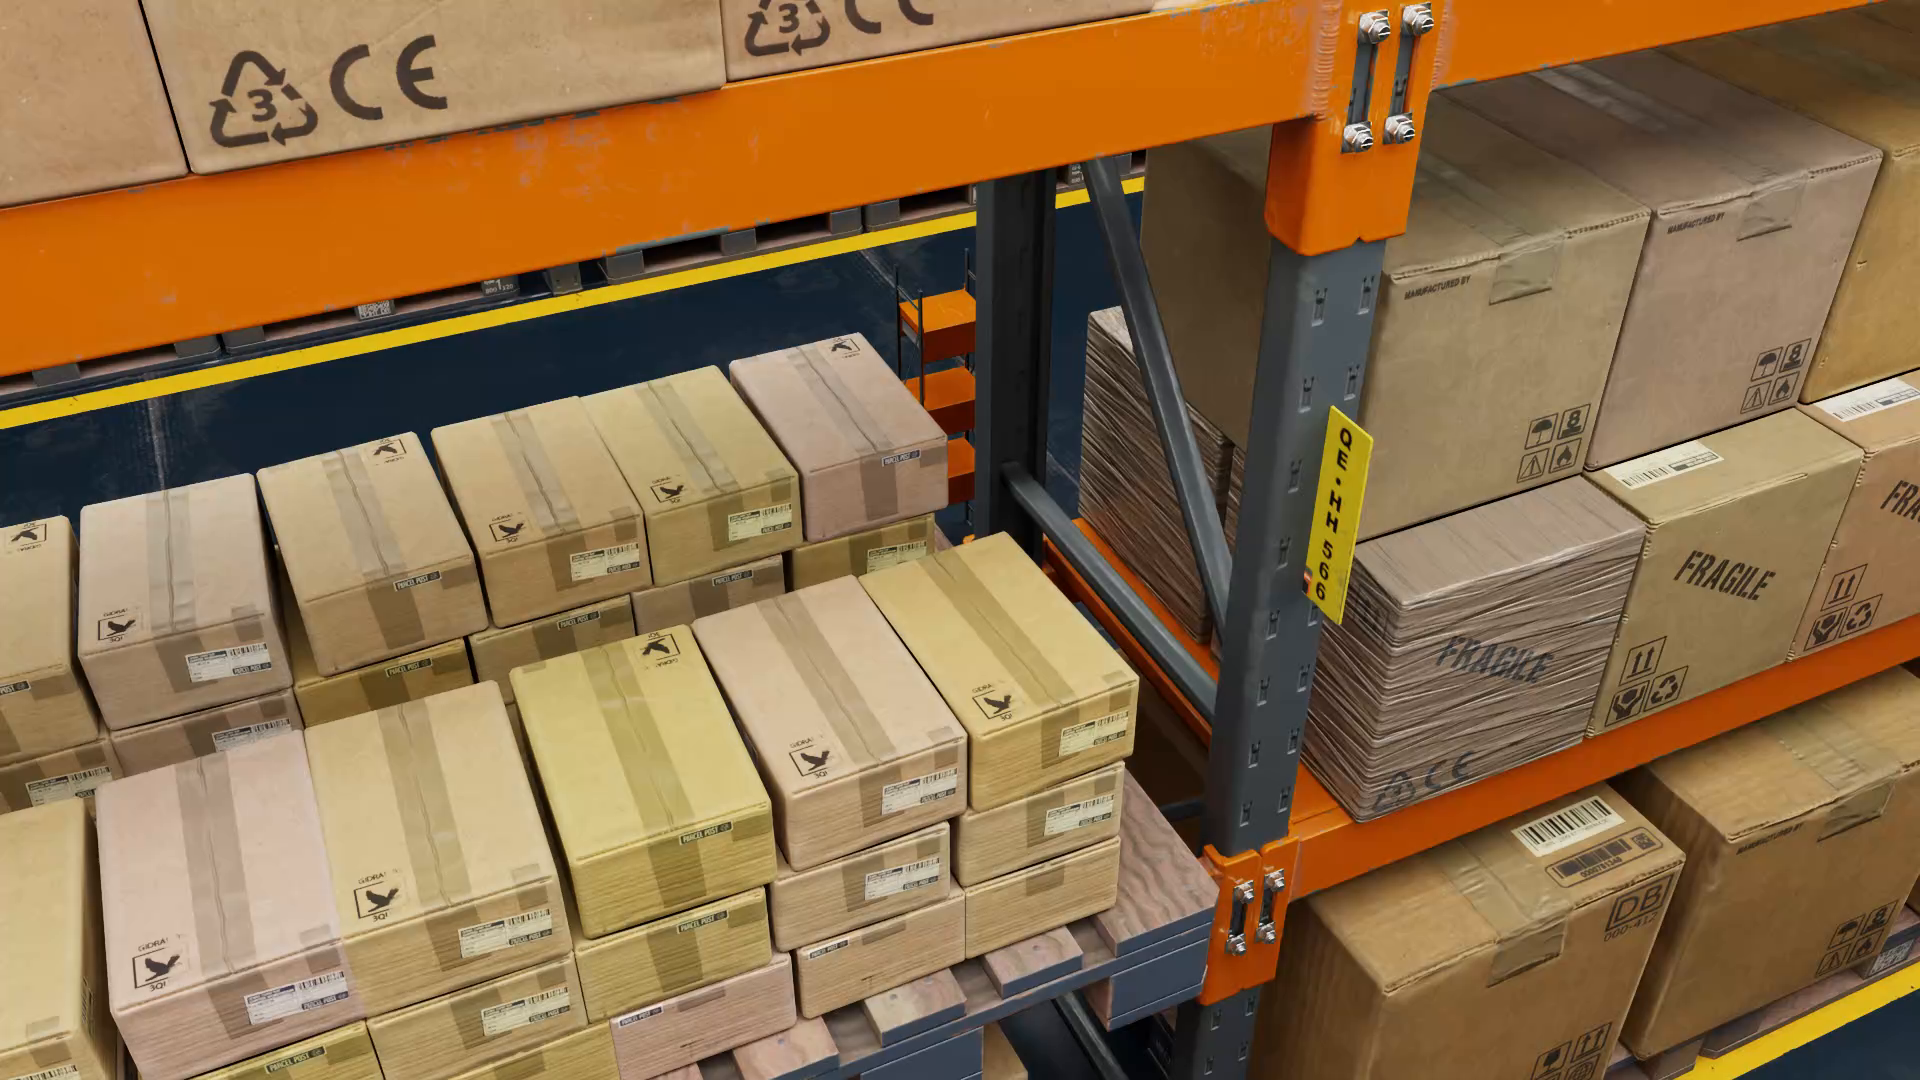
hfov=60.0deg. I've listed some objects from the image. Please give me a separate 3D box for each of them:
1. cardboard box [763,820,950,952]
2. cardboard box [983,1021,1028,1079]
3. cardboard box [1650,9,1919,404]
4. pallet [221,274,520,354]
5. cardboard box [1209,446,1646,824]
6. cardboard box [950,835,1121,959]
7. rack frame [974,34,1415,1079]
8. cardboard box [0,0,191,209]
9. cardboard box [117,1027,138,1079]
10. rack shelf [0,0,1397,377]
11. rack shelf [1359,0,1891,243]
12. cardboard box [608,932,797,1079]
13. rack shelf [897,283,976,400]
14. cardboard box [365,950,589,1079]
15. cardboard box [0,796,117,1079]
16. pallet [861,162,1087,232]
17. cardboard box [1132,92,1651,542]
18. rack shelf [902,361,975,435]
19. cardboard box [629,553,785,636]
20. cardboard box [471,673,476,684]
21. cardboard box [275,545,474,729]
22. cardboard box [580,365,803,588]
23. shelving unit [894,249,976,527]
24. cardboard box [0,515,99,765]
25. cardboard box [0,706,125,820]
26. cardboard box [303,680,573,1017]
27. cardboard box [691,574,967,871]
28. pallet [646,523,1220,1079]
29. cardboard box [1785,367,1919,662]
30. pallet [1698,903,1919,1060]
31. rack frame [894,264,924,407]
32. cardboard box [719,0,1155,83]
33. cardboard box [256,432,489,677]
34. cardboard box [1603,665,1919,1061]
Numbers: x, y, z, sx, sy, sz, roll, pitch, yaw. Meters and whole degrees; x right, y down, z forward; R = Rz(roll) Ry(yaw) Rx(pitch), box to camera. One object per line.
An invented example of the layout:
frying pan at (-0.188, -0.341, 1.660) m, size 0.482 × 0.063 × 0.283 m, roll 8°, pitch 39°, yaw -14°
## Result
cardboard box at (-0.200, 0.363, 2.351) m, size 0.250 × 0.149 × 0.380 m, roll -14°, pitch 39°, yaw -18°
cardboard box at (-0.213, 0.960, 3.054) m, size 0.500 × 0.250 × 0.500 m, roll -17°, pitch 40°, yaw -21°
cardboard box at (1.626, -0.699, 3.251) m, size 0.500 × 0.500 × 0.700 m, roll -16°, pitch 40°, yaw -21°
pallet at (-2.646, -1.254, 7.263) m, size 1.213 × 0.211 × 1.003 m, roll -16°, pitch 39°, yaw -20°
cardboard box at (0.815, 0.103, 3.009) m, size 0.500 × 0.500 × 0.500 m, roll -15°, pitch 39°, yaw -19°
cardboard box at (0.043, 0.416, 2.529) m, size 0.250 × 0.149 × 0.380 m, roll -15°, pitch 39°, yaw -19°
rack frame at (0.294, 0.111, 3.082) m, size 0.127 × 3.000 × 1.000 m, roll -16°, pitch 39°, yaw -20°
cardboard box at (-1.016, -0.594, 1.431) m, size 0.500 × 0.500 × 0.500 m, roll -16°, pitch 39°, yaw -20°
cardboard box at (-1.126, 0.622, 2.002) m, size 0.250 × 0.149 × 0.380 m, roll -15°, pitch 39°, yaw -19°
rack shelf at (-1.516, -0.298, 1.720) m, size 4.000 × 0.370 × 1.077 m, roll -16°, pitch 39°, yaw -20°
rack shelf at (2.105, -1.311, 3.085) m, size 4.000 × 0.370 × 1.077 m, roll -16°, pitch 39°, yaw -20°
cardboard box at (-0.415, 0.543, 2.358) m, size 0.250 × 0.149 × 0.380 m, roll -15°, pitch 39°, yaw -19°
rack shelf at (-0.048, -0.628, 5.256) m, size 0.240 × 0.259 × 0.215 m, roll -16°, pitch 39°, yaw -20°
cardboard box at (-0.664, 0.494, 2.175) m, size 0.250 × 0.149 × 0.380 m, roll -16°, pitch 39°, yaw -20°
cardboard box at (-1.126, 0.502, 1.914) m, size 0.250 × 0.149 × 0.380 m, roll -14°, pitch 39°, yaw -18°
pallet at (-0.090, -1.916, 8.156) m, size 1.213 × 0.211 × 1.003 m, roll -16°, pitch 39°, yaw -20°
cardboard box at (0.705, -0.439, 2.900) m, size 0.500 × 0.500 × 0.700 m, roll -16°, pitch 39°, yaw -20°
rack shelf at (-0.048, -0.400, 5.425) m, size 0.240 × 0.259 × 0.215 m, roll -16°, pitch 39°, yaw -20°
cardboard box at (-0.473, 0.008, 2.830) m, size 0.250 × 0.149 × 0.380 m, roll -14°, pitch 39°, yaw -18°
cardboard box at (-0.927, 0.253, 2.749) m, size 0.250 × 0.149 × 0.380 m, roll -14°, pitch 39°, yaw -18°
cardboard box at (-0.942, 0.141, 2.650) m, size 0.250 × 0.149 × 0.380 m, roll -15°, pitch 39°, yaw -20°
cardboard box at (-0.449, -0.114, 2.744) m, size 0.250 × 0.149 × 0.380 m, roll -17°, pitch 40°, yaw -21°
shelving unit at (-0.048, -0.408, 5.419) m, size 0.252 × 1.050 × 0.215 m, roll -16°, pitch 39°, yaw -20°
cardboard box at (-1.395, 0.151, 2.388) m, size 0.250 × 0.149 × 0.380 m, roll -14°, pitch 39°, yaw -19°
cardboard box at (-1.394, 0.265, 2.484) m, size 0.250 × 0.149 × 0.380 m, roll -16°, pitch 39°, yaw -20°
cardboard box at (-0.660, 0.374, 2.087) m, size 0.250 × 0.149 × 0.380 m, roll -14°, pitch 39°, yaw -19°
cardboard box at (-0.183, 0.238, 2.270) m, size 0.250 × 0.149 × 0.380 m, roll -16°, pitch 39°, yaw -20°
pallet at (-0.306, 0.426, 2.819) m, size 1.003 × 0.211 × 1.213 m, roll -16°, pitch 39°, yaw -20°
cardboard box at (1.731, -0.155, 3.357) m, size 0.500 × 0.500 × 0.500 m, roll -16°, pitch 39°, yaw -20°
pallet at (2.143, 0.766, 4.540) m, size 1.213 × 0.211 × 1.003 m, roll -16°, pitch 39°, yaw -20°
rack frame at (-0.159, -0.377, 5.377) m, size 0.008 × 1.050 × 0.200 m, roll -16°, pitch 39°, yaw -20°
cardboard box at (-0.115, -0.852, 1.779) m, size 0.500 × 0.500 × 0.500 m, roll -16°, pitch 39°, yaw -20°
cardboard box at (-0.912, 0.013, 2.574) m, size 0.250 × 0.149 × 0.380 m, roll -17°, pitch 40°, yaw -22°
cardboard box at (1.674, 0.517, 4.070) m, size 0.750 × 0.750 × 1.050 m, roll -15°, pitch 39°, yaw -19°
